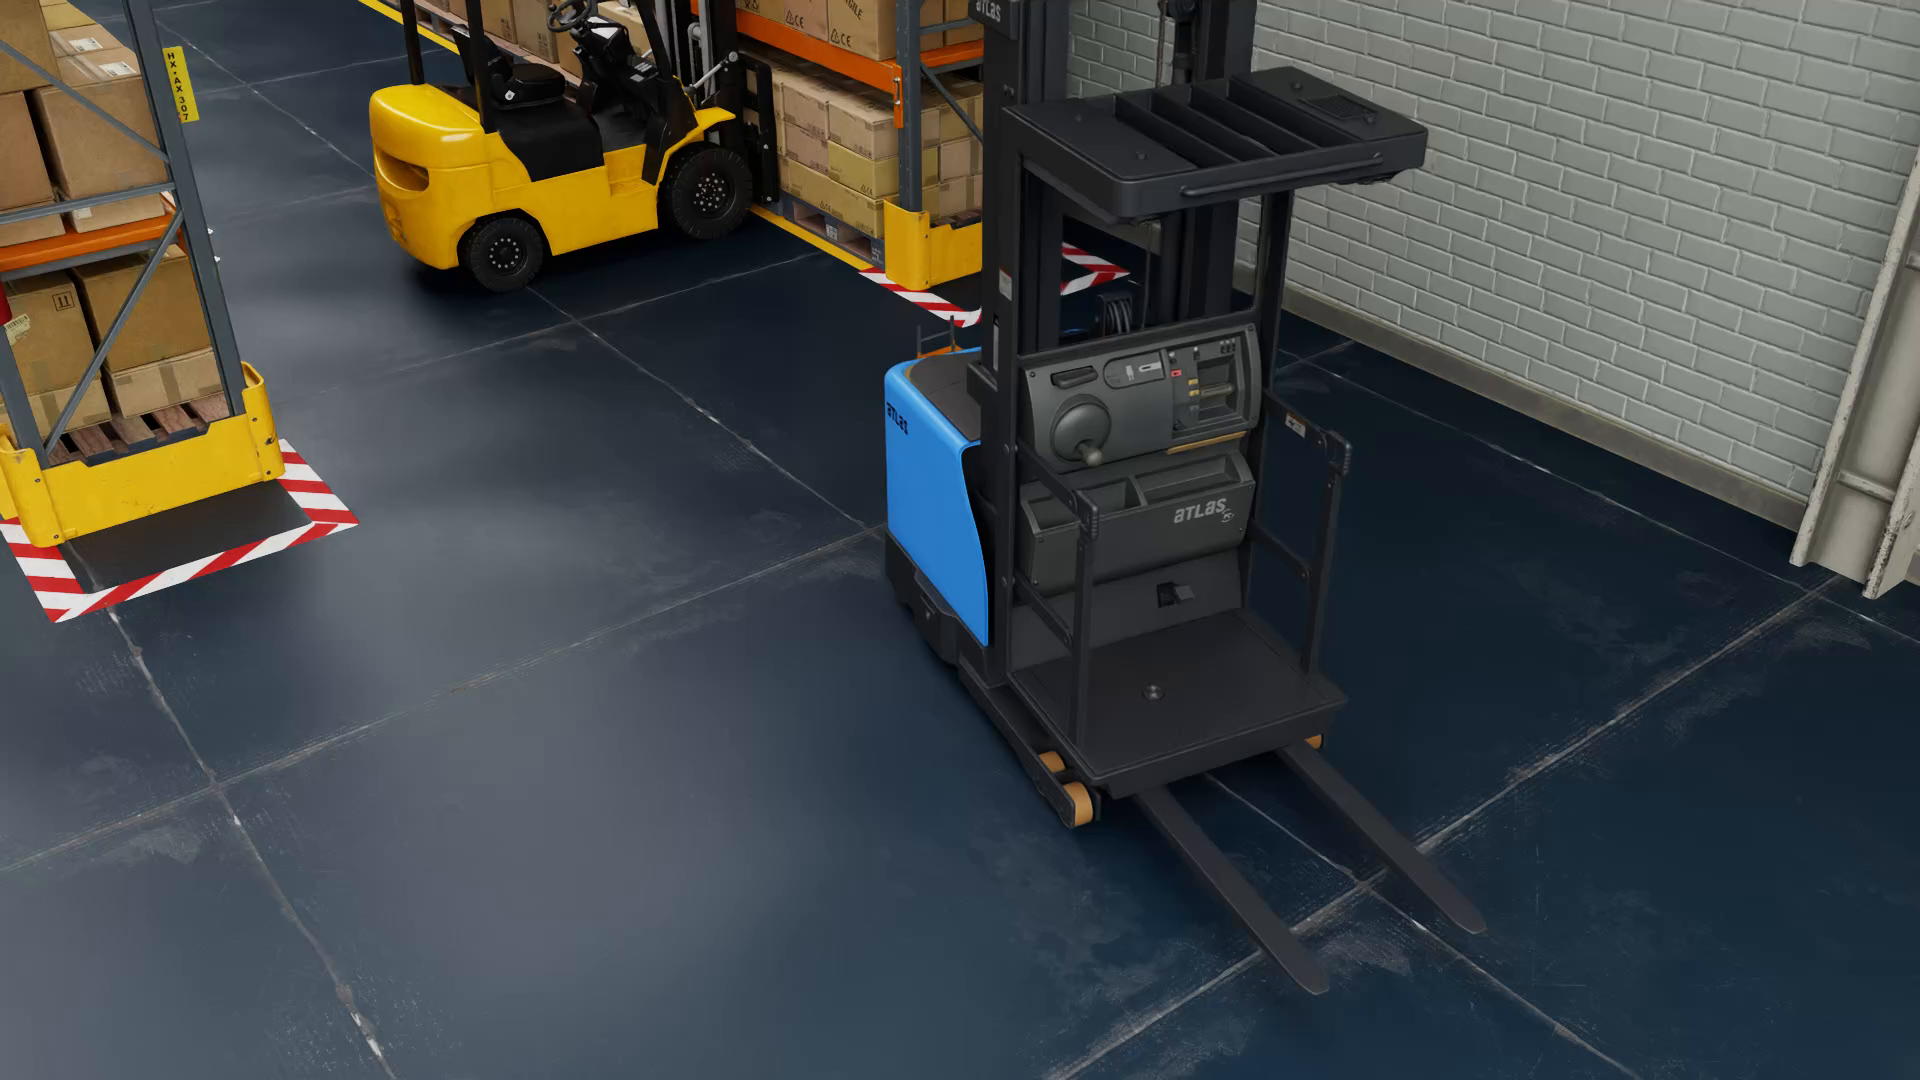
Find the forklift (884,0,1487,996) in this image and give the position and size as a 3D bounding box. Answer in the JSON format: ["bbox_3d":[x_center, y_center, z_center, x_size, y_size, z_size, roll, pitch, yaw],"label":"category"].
[{"bbox_3d":[0.749,-0.461,5.714,1.130,2.935,3.031,-14,34,-21],"label":"forklift"}]

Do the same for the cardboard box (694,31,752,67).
[{"bbox_3d":[-1.725,-3.440,11.706,0.500,0.250,0.500,-21,37,-30],"label":"cardboard box"}]

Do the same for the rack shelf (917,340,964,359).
[{"bbox_3d":[-0.033,-0.700,7.365,0.215,0.259,0.240,-22,38,-31],"label":"rack shelf"}]

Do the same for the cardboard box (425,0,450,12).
[{"bbox_3d":[-4.475,-5.300,15.294,0.875,0.625,0.625,-21,38,-30],"label":"cardboard box"}]

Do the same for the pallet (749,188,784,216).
[{"bbox_3d":[-1.187,-2.690,11.881,1.003,0.211,1.213,-22,38,-31],"label":"pallet"}]

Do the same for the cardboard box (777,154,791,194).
[{"bbox_3d":[-1.076,-2.587,11.280,0.500,0.250,0.500,-22,38,-31],"label":"cardboard box"}]

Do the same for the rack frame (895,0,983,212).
[{"bbox_3d":[0.059,-3.061,9.836,1.000,3.000,0.127,-22,38,-31],"label":"rack frame"}]

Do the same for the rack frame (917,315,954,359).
[{"bbox_3d":[-0.108,-0.519,7.591,0.200,1.050,0.008,-22,38,-31],"label":"rack frame"}]

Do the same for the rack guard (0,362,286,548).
[{"bbox_3d":[-3.906,-0.423,7.958,1.175,0.500,0.348,-22,38,-31],"label":"rack guard"}]

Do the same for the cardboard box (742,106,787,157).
[{"bbox_3d":[-1.118,-2.806,11.160,0.500,0.250,0.500,-23,39,-32],"label":"cardboard box"}]

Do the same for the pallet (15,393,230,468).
[{"bbox_3d":[-4.376,-0.651,8.598,1.003,0.211,1.213,-22,38,-31],"label":"pallet"}]

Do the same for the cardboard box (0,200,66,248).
[{"bbox_3d":[-4.258,-1.434,7.453,0.380,0.149,0.250,-21,37,-30],"label":"cardboard box"}]

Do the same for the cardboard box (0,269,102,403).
[{"bbox_3d":[-4.557,-1.032,8.066,0.500,0.500,0.500,-22,38,-31],"label":"cardboard box"}]

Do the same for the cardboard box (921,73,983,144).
[{"bbox_3d":[-0.086,-2.758,10.608,0.500,0.250,0.500,-23,39,-32],"label":"cardboard box"}]

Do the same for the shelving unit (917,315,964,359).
[{"bbox_3d":[-0.033,-0.468,7.509,0.215,1.050,0.252,-22,38,-31],"label":"shelving unit"}]

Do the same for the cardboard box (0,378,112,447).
[{"bbox_3d":[-4.582,-0.724,8.280,0.500,0.250,0.500,-22,38,-32],"label":"cardboard box"}]

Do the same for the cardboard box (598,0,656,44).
[{"bbox_3d":[-2.345,-3.860,12.383,0.500,0.250,0.500,-23,39,-32],"label":"cardboard box"}]

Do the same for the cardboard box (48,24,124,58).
[{"bbox_3d":[-4.251,-2.124,7.951,0.500,0.500,0.500,-21,38,-30],"label":"cardboard box"}]

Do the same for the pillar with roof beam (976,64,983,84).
[{"bbox_3d":[-3.056,-4.799,6.947,9.100,9.000,0.400,-22,38,-31],"label":"pillar with roof beam"}]

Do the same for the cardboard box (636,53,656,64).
[{"bbox_3d":[-2.030,-3.440,12.180,0.500,0.250,0.500,-22,38,-32],"label":"cardboard box"}]

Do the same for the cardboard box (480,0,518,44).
[{"bbox_3d":[-3.655,-4.750,14.408,0.875,0.625,0.625,-24,39,-33],"label":"cardboard box"}]

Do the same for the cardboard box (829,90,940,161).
[{"bbox_3d":[-0.470,-2.587,10.333,0.500,0.250,0.500,-21,37,-30],"label":"cardboard box"}]

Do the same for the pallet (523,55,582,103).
[{"bbox_3d":[-2.876,-3.838,13.730,1.003,0.211,1.213,-22,38,-31],"label":"pallet"}]

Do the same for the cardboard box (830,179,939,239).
[{"bbox_3d":[-0.478,-2.165,10.601,0.500,0.250,0.500,-22,38,-31],"label":"cardboard box"}]

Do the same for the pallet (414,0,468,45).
[{"bbox_3d":[-4.373,-4.855,15.367,1.003,0.211,1.213,-22,38,-31],"label":"pallet"}]

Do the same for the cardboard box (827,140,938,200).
[{"bbox_3d":[-0.486,-2.386,10.482,0.500,0.250,0.500,-23,38,-32],"label":"cardboard box"}]

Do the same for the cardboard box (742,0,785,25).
[{"bbox_3d":[-1.075,-3.656,10.699,0.500,0.500,0.500,-23,39,-32],"label":"cardboard box"}]

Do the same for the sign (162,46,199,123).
[{"bbox_3d":[-3.431,-1.997,7.302,0.100,0.325,0.005,-22,38,-31],"label":"sign"}]

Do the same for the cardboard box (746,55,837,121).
[{"bbox_3d":[-1.105,-3.005,11.006,0.500,0.250,0.500,-22,38,-31],"label":"cardboard box"}]

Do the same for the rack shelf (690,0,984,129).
[{"bbox_3d":[-1.167,-3.589,11.368,1.077,0.370,4.000,-22,38,-31],"label":"rack shelf"}]

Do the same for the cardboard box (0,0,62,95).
[{"bbox_3d":[-4.345,-2.189,7.108,0.700,0.500,0.500,-23,39,-33],"label":"cardboard box"}]

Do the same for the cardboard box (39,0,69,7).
[{"bbox_3d":[-4.883,-2.546,8.629,0.500,0.500,0.500,-23,39,-32],"label":"cardboard box"}]

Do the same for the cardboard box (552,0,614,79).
[{"bbox_3d":[-2.722,-4.112,13.380,0.875,0.625,0.625,-20,37,-29],"label":"cardboard box"}]

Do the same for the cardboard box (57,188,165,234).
[{"bbox_3d":[-3.904,-1.555,7.650,0.380,0.149,0.250,-22,38,-31],"label":"cardboard box"}]

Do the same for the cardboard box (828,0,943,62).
[{"bbox_3d":[-0.450,-3.224,10.003,0.500,0.500,0.500,-23,39,-32],"label":"cardboard box"}]
